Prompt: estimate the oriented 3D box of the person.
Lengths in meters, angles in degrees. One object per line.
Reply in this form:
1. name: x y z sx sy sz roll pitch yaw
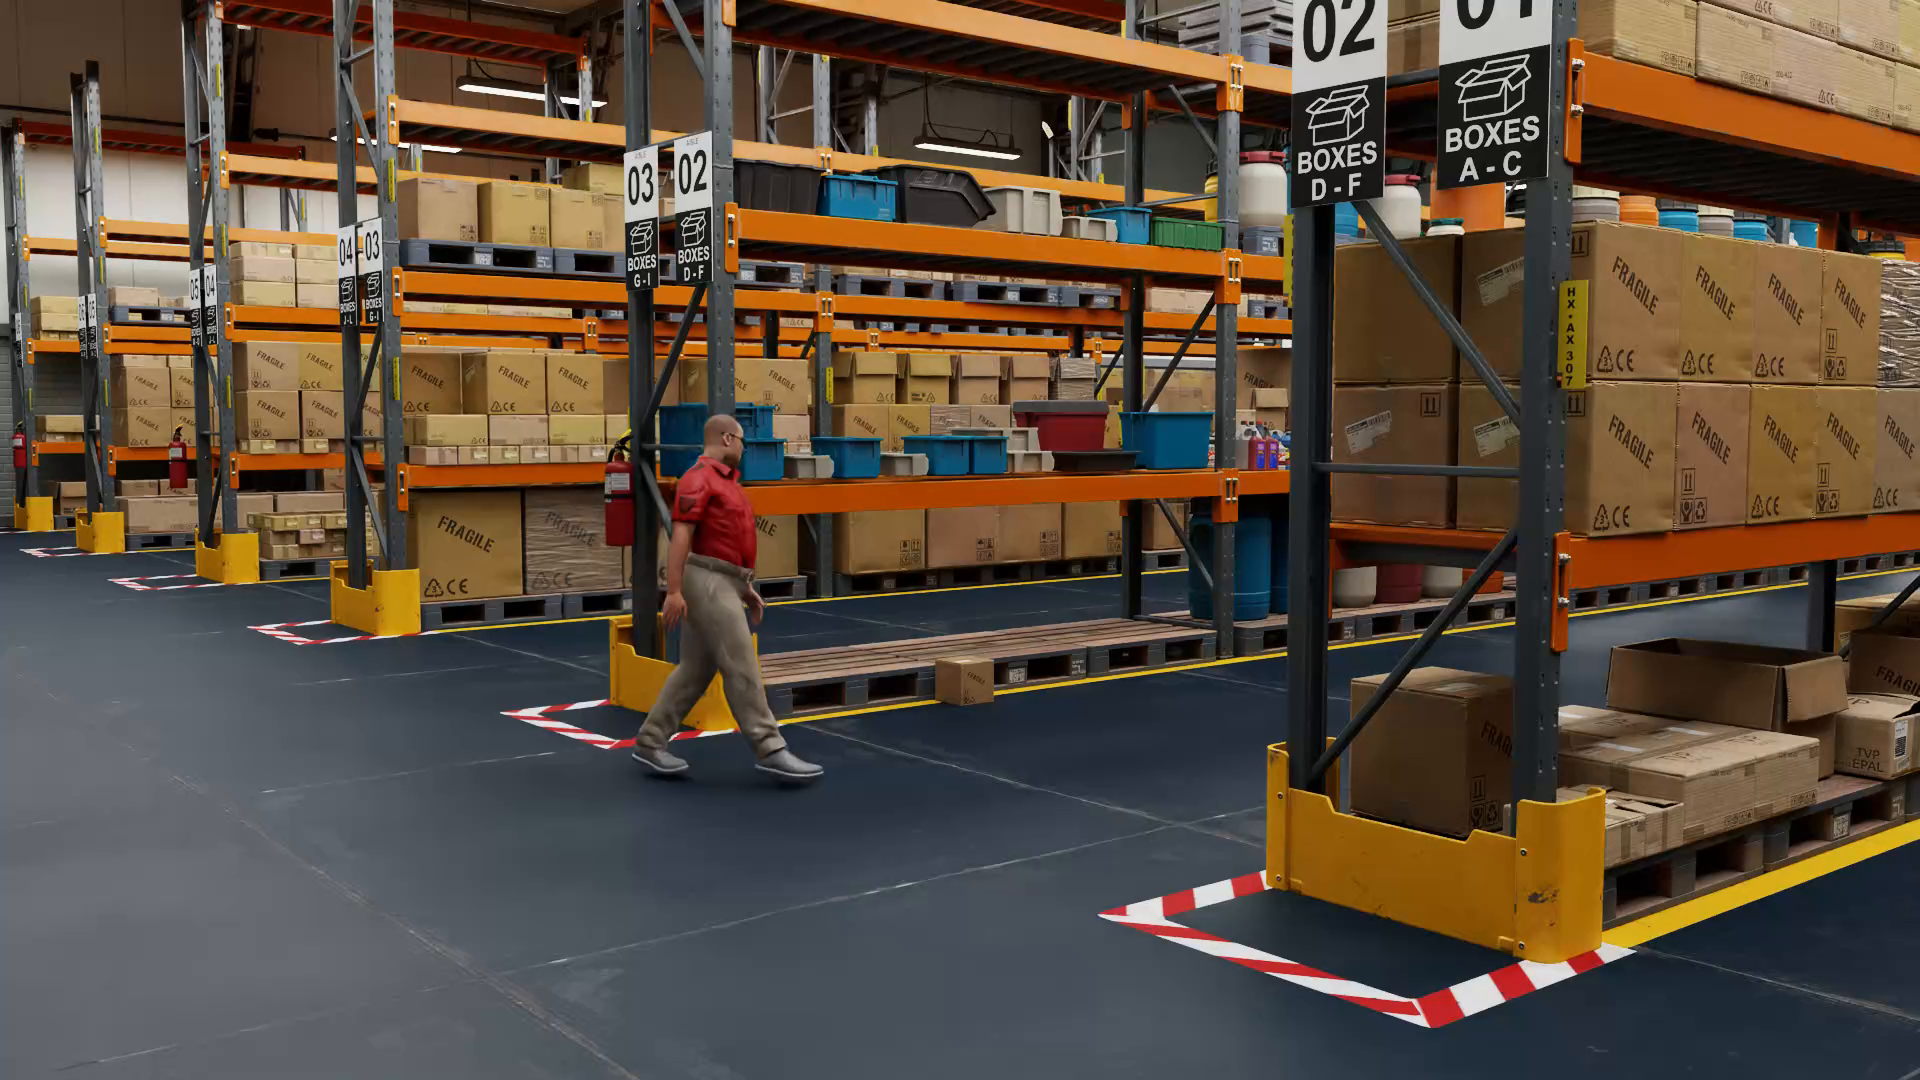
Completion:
1. person: -1.071 0.246 7.791 0.936 1.671 0.616 0 4 5
